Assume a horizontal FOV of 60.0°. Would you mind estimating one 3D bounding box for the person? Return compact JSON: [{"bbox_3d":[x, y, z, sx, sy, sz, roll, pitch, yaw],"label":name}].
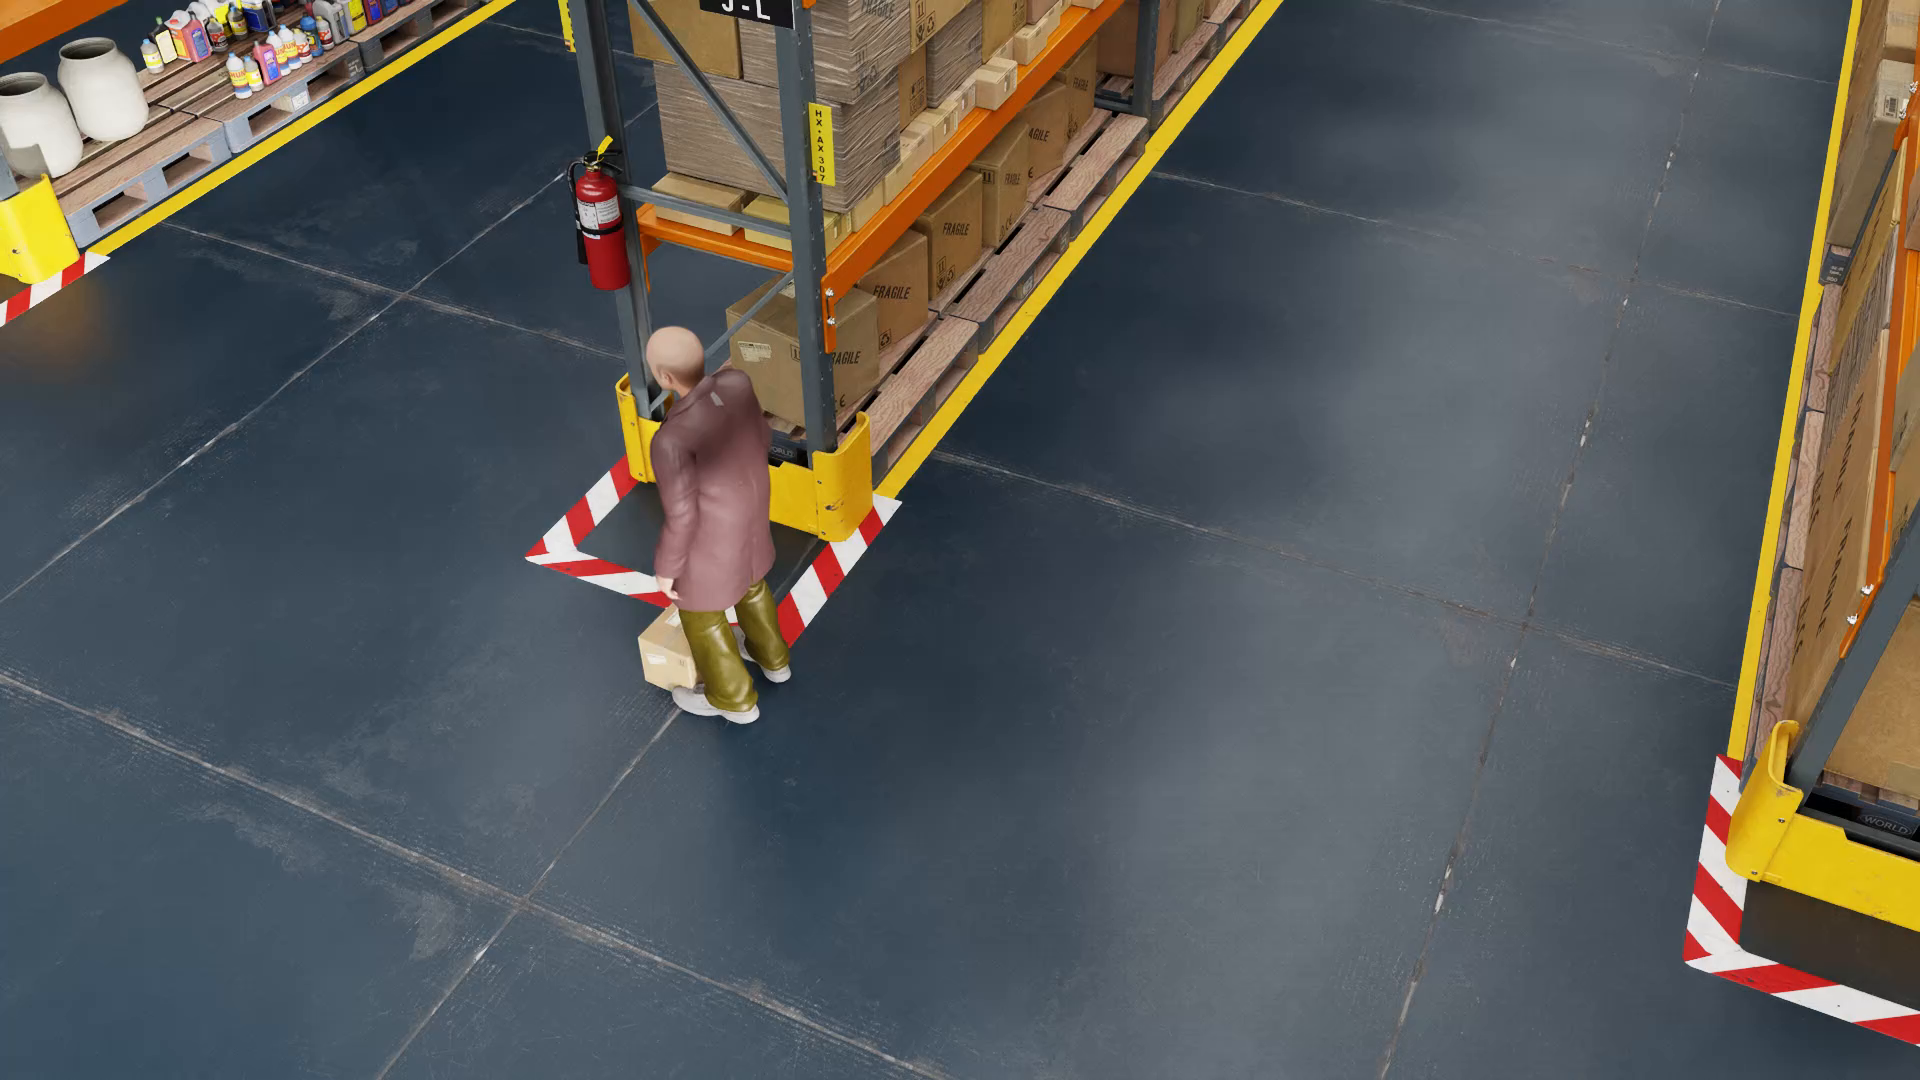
[{"bbox_3d":[-0.913,-0.049,6.225,0.425,1.774,0.644,21,46,22],"label":"person"}]
